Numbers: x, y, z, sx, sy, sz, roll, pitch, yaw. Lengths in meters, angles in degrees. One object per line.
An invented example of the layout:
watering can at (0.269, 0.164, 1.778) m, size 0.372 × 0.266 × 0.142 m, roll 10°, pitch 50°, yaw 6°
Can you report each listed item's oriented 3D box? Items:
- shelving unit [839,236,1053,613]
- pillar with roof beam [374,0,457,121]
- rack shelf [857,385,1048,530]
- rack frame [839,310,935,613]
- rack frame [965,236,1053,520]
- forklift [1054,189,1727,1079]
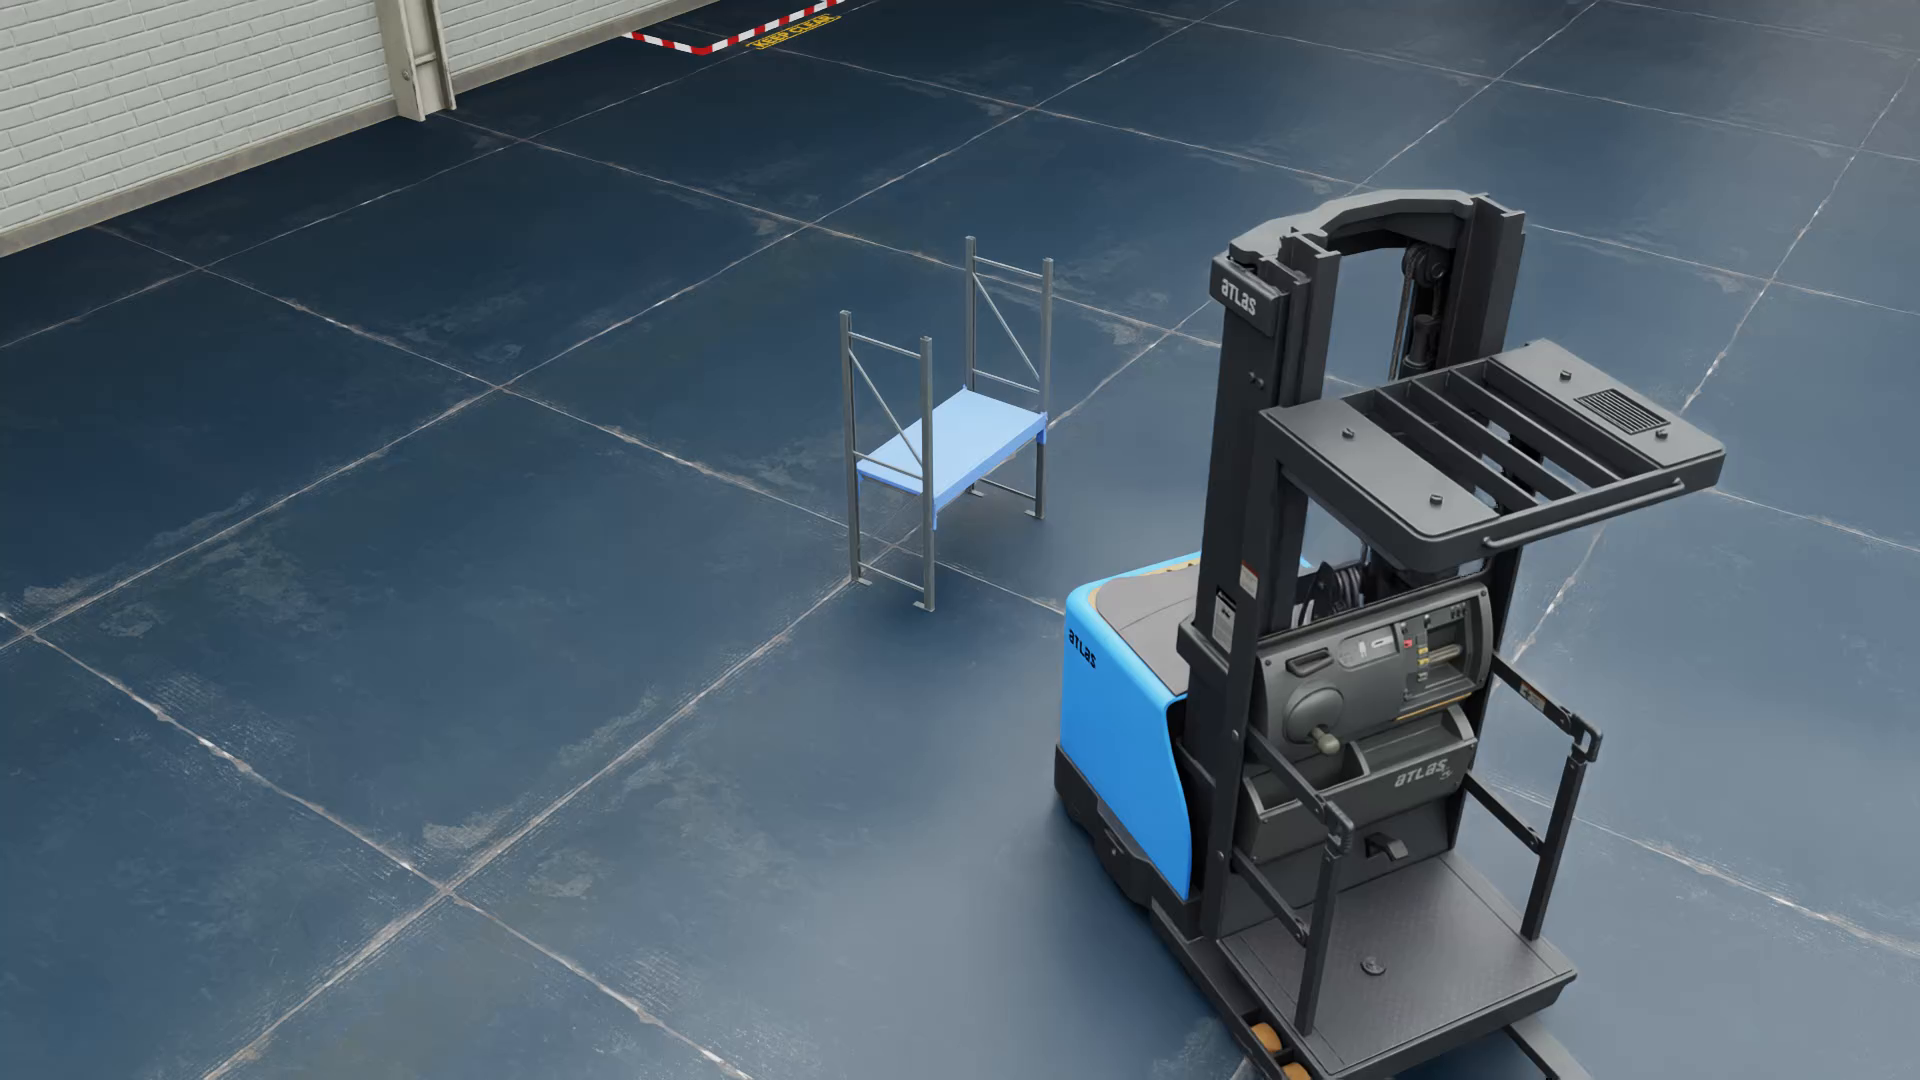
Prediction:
shelving unit at (-0.049, -0.582, 8.272) m, size 0.538 × 1.500 × 1.048 m, roll 21°, pitch 39°, yaw 28°
pillar with roof beam at (-0.998, -5.999, 9.588) m, size 9.100 × 9.000 × 0.400 m, roll 21°, pitch 39°, yaw 28°
rack shelf at (-0.049, -0.433, 8.373) m, size 0.538 × 0.185 × 1.000 m, roll 21°, pitch 39°, yaw 28°
rack frame at (-0.338, -0.348, 7.926) m, size 0.500 × 1.500 × 0.032 m, roll 21°, pitch 39°, yaw 28°
rack frame at (0.241, -0.816, 8.618) m, size 0.500 × 1.500 × 0.032 m, roll 21°, pitch 39°, yaw 28°
forklift at (1.493, 0.495, 5.401) m, size 1.130 × 2.935 × 3.031 m, roll -15°, pitch 37°, yaw -21°
